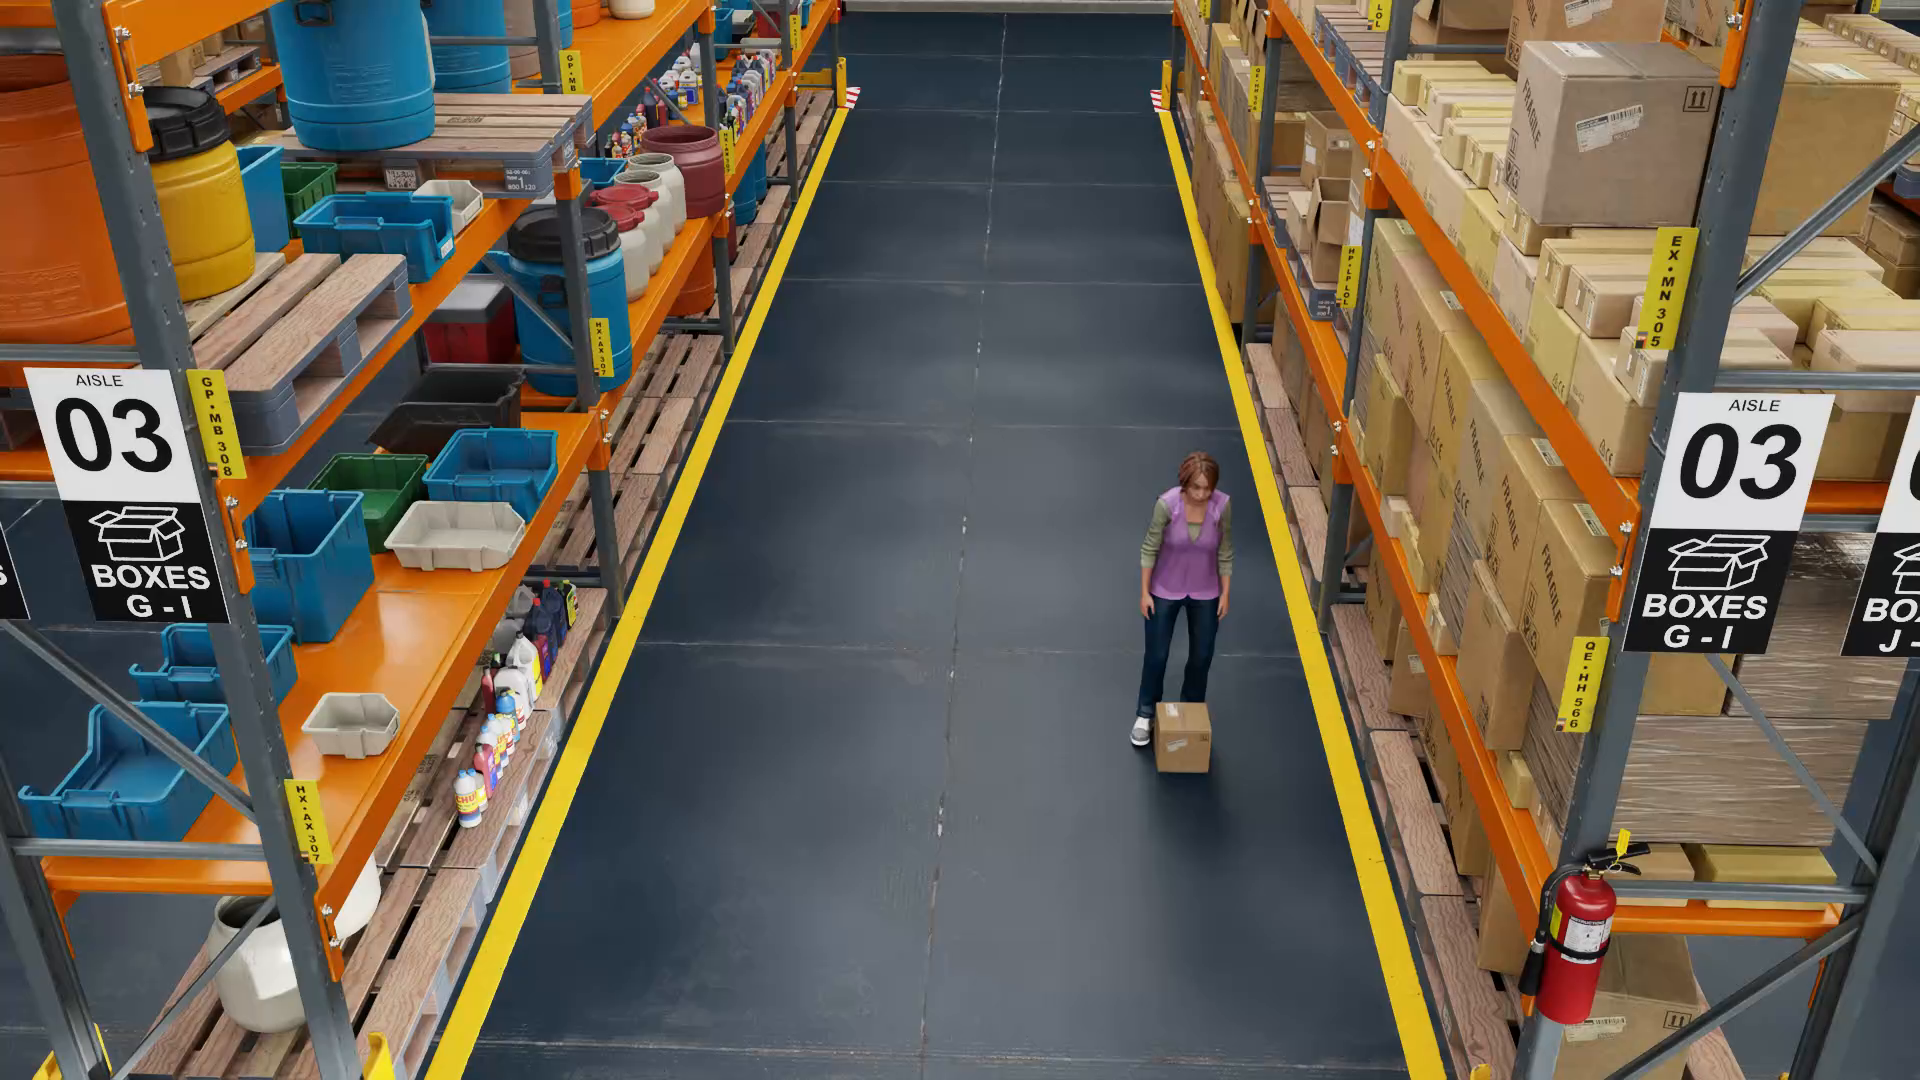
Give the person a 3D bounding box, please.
[{"bbox_3d":[1.099,0.274,8.127,0.471,1.592,0.348,0,28,0],"label":"person"}]
